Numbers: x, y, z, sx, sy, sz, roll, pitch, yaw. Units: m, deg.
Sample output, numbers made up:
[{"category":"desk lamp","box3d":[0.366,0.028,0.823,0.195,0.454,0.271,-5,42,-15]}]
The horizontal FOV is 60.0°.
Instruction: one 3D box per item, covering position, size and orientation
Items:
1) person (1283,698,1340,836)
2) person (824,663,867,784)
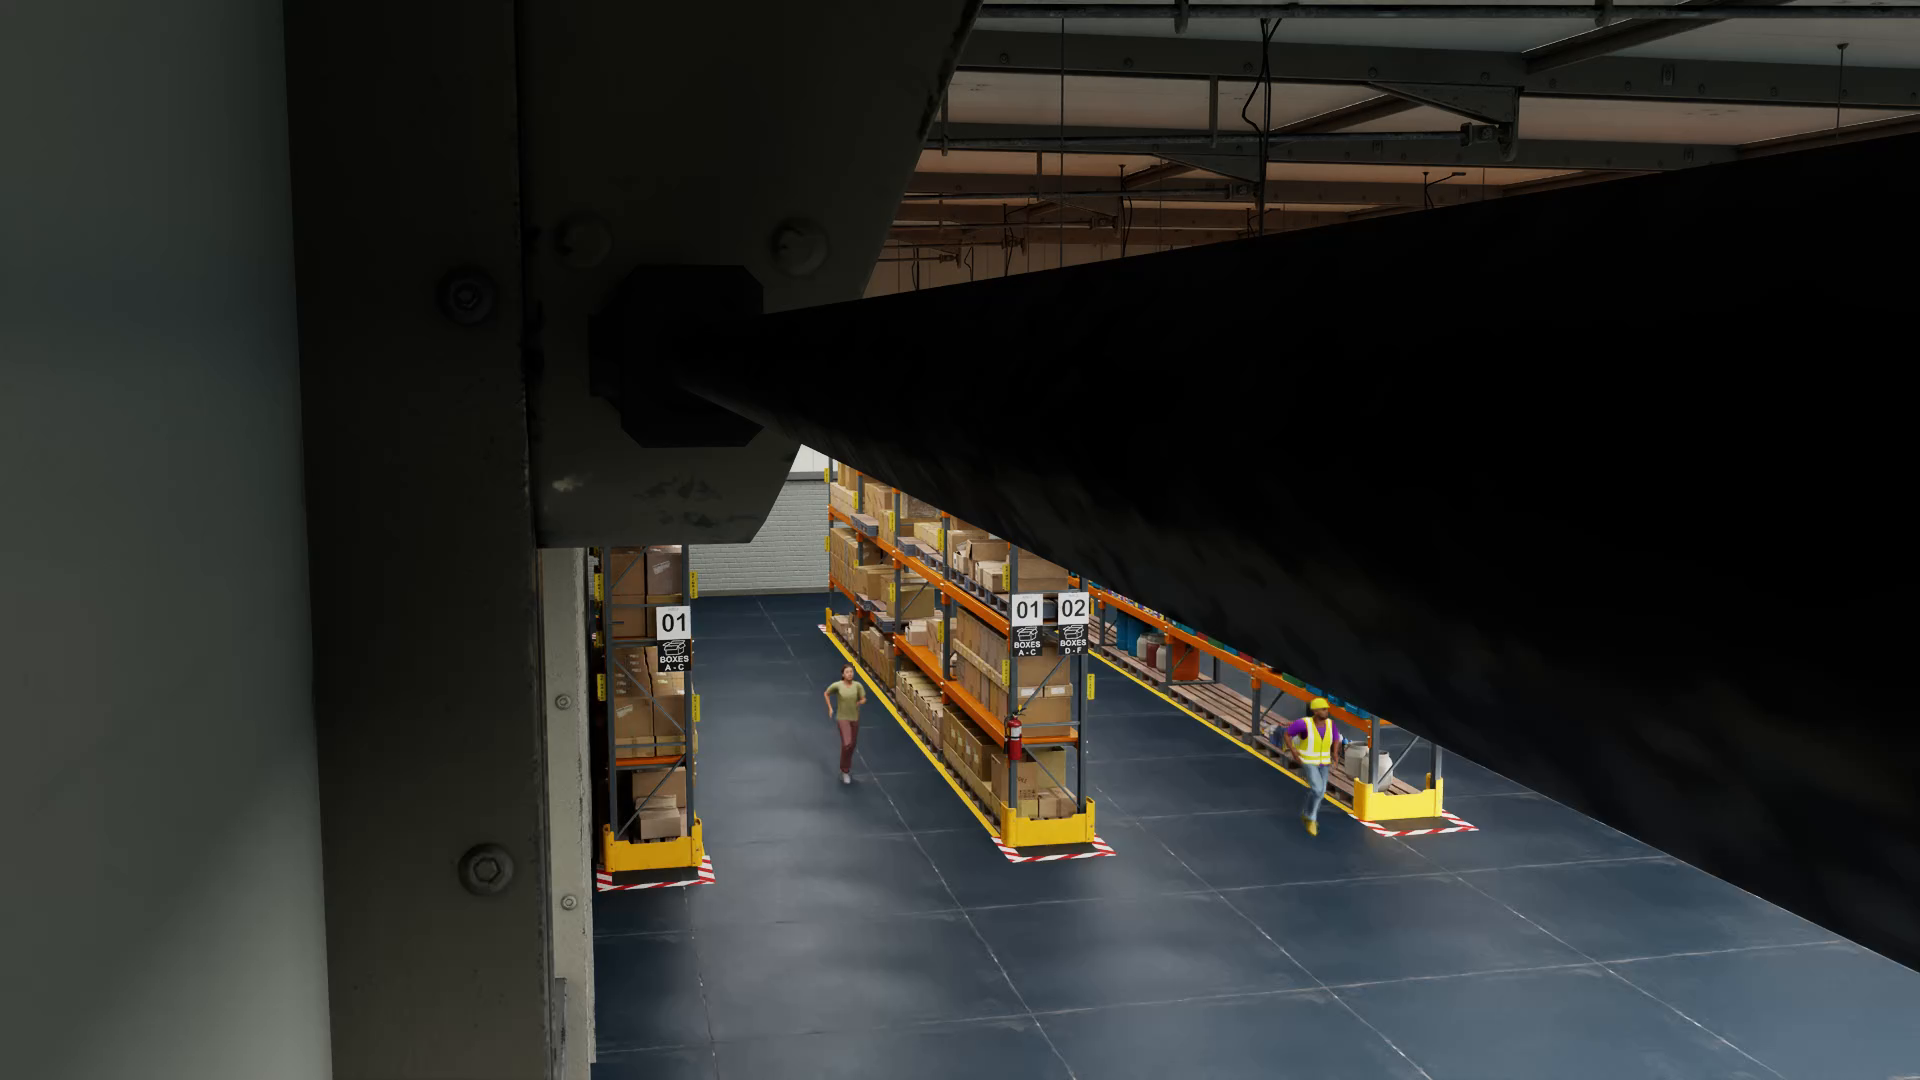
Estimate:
[{"category":"person","box3d":[4.614,2.920,21.538,0.714,1.772,0.674,-2,7,-19]},{"category":"person","box3d":[-1.634,2.642,24.148,0.543,1.720,0.723,-3,7,-25]}]
